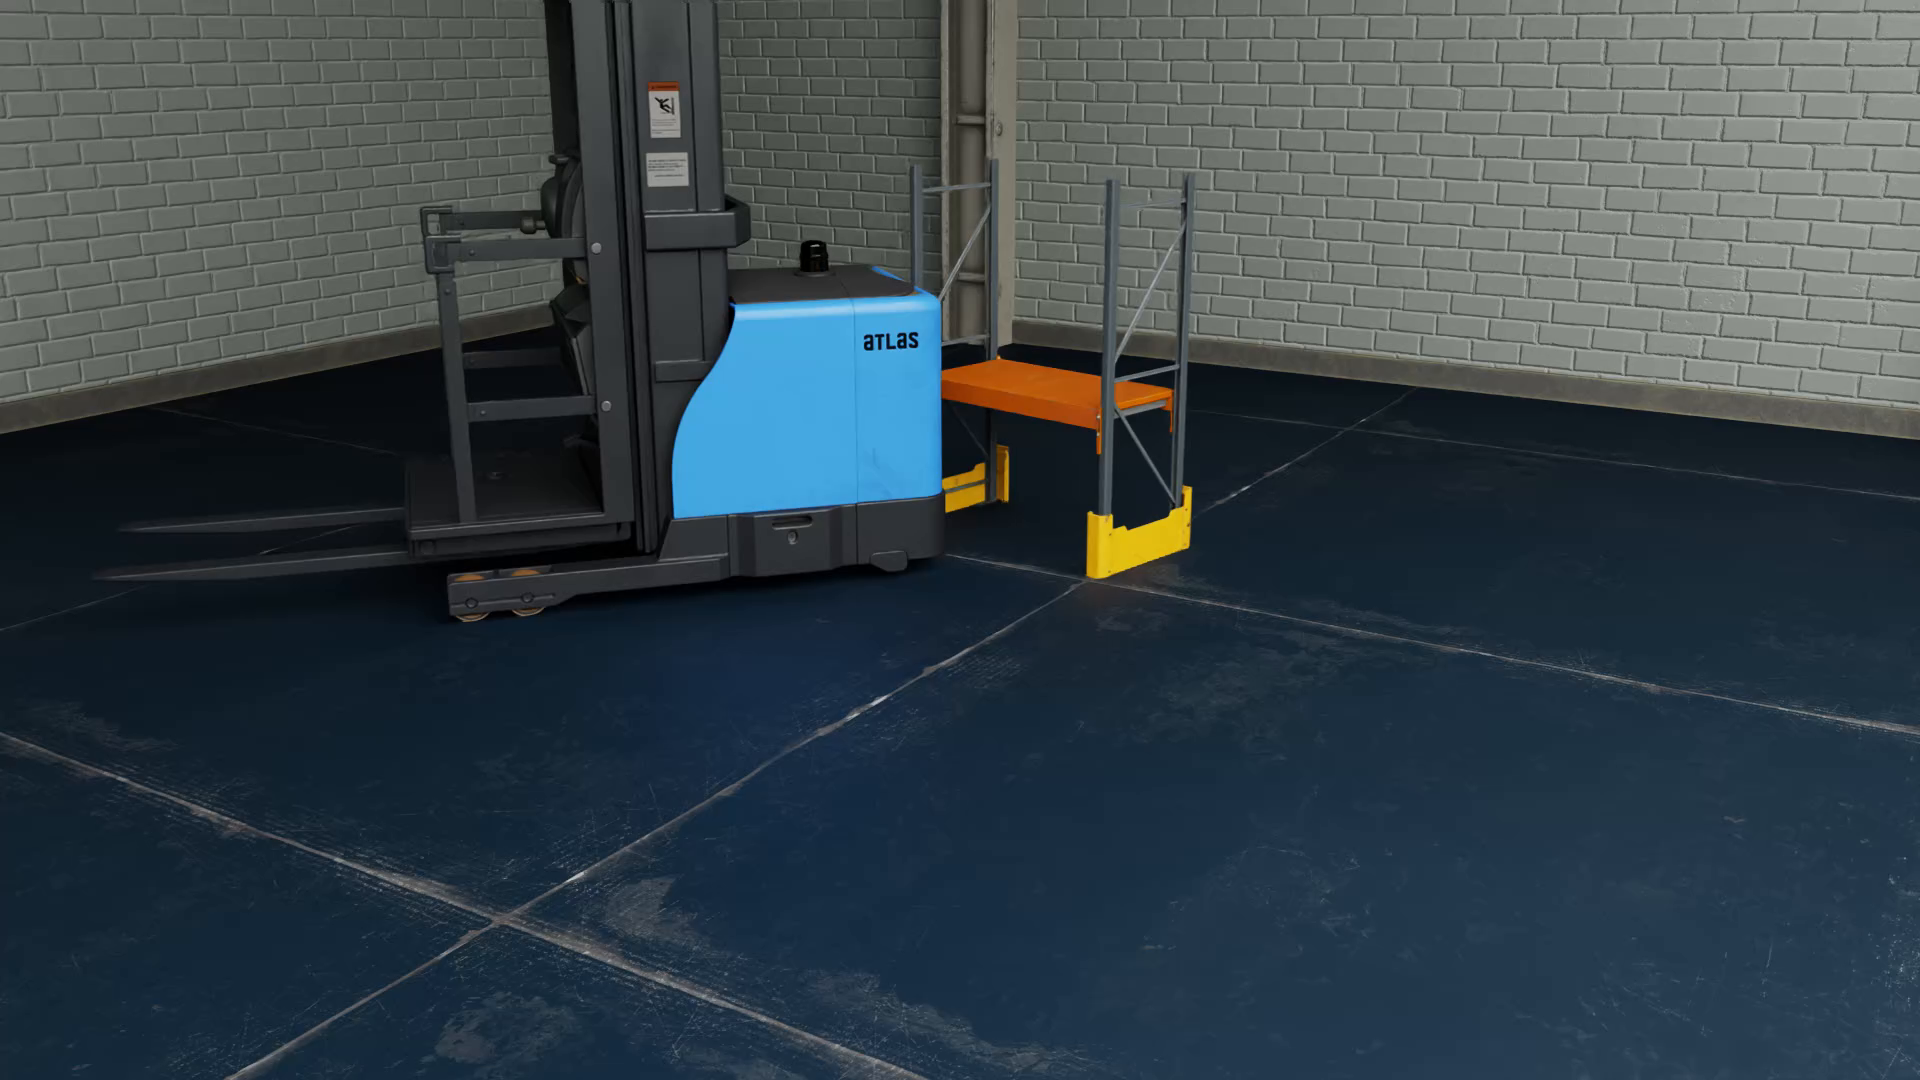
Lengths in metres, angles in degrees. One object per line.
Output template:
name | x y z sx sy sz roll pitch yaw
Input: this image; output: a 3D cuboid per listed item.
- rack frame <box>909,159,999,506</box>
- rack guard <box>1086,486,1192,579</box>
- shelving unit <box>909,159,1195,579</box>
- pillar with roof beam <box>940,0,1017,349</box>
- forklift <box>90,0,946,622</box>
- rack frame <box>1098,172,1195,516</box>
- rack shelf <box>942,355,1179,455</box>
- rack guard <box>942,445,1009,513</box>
rack frame | -0.020 -0.840 7.066 0.032 1.500 0.500 16 23 42
rack guard | 0.712 -0.037 6.574 0.087 0.250 0.587 16 23 42
shelving unit | 0.353 -0.736 6.723 1.083 1.500 0.587 16 23 42
pillar with roof beam | -2.133 -4.577 6.465 0.400 9.000 9.100 10 20 30
forklift | -1.631 -1.283 6.062 3.031 2.935 1.130 -5 18 -17
rack frame | 0.713 -0.635 6.392 0.032 1.500 0.500 16 23 42
rack shelf | 0.347 -0.565 6.781 1.000 0.185 0.538 16 23 42
rack guard | -0.006 -0.238 7.234 0.087 0.250 0.587 16 23 42
